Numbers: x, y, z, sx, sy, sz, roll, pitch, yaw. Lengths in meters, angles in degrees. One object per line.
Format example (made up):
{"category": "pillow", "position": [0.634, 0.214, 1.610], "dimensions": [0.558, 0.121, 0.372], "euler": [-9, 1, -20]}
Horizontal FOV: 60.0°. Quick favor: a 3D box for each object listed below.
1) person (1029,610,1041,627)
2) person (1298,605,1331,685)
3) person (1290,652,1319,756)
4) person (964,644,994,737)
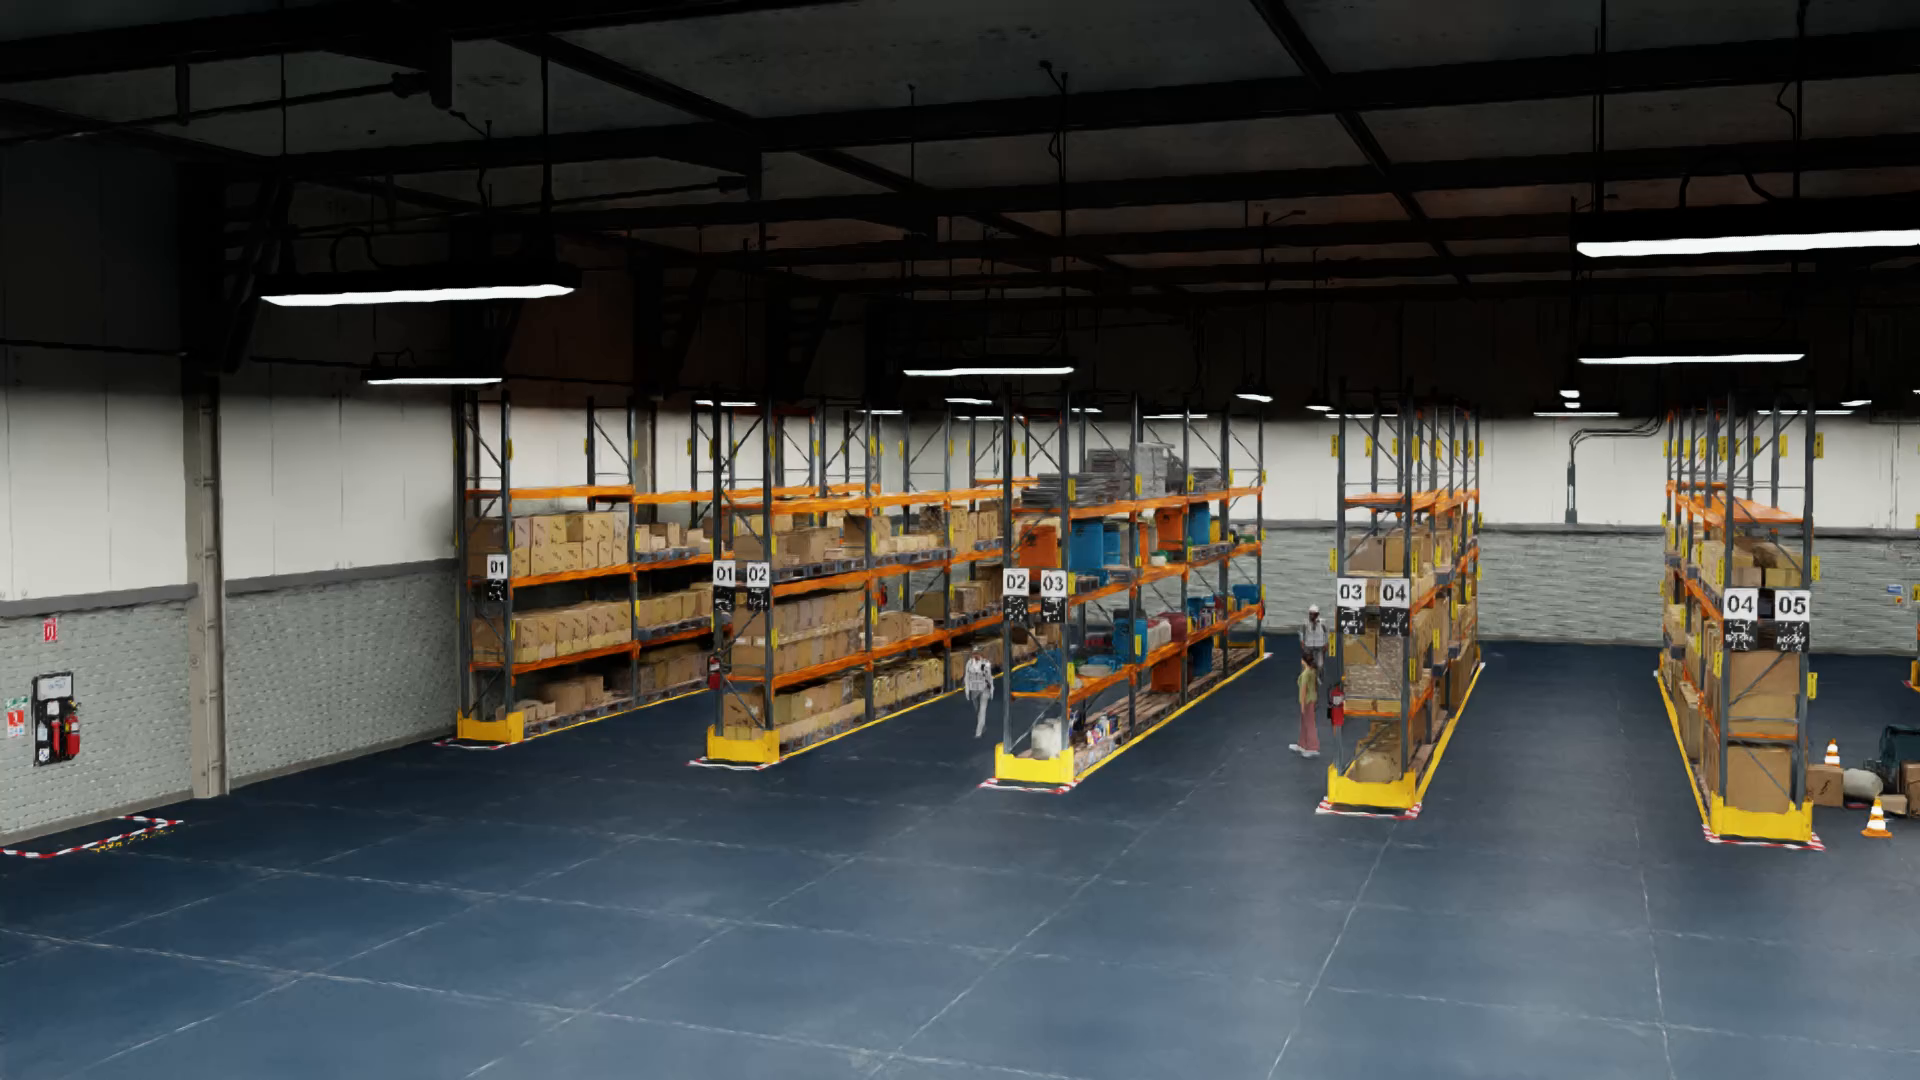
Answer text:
{"category": "person", "position": [2.068, 1.772, 44.054], "dimensions": [0.444, 1.572, 0.981], "euler": [2, 4, 30]}
{"category": "person", "position": [7.475, 2.215, 35.099], "dimensions": [0.677, 1.726, 0.574], "euler": [1, 3, 18]}
{"category": "person", "position": [5.650, 2.655, 27.219], "dimensions": [0.610, 1.663, 0.657], "euler": [2, 4, 33]}
{"category": "person", "position": [0.310, 2.591, 28.903], "dimensions": [0.498, 1.582, 1.075], "euler": [1, 3, 18]}
